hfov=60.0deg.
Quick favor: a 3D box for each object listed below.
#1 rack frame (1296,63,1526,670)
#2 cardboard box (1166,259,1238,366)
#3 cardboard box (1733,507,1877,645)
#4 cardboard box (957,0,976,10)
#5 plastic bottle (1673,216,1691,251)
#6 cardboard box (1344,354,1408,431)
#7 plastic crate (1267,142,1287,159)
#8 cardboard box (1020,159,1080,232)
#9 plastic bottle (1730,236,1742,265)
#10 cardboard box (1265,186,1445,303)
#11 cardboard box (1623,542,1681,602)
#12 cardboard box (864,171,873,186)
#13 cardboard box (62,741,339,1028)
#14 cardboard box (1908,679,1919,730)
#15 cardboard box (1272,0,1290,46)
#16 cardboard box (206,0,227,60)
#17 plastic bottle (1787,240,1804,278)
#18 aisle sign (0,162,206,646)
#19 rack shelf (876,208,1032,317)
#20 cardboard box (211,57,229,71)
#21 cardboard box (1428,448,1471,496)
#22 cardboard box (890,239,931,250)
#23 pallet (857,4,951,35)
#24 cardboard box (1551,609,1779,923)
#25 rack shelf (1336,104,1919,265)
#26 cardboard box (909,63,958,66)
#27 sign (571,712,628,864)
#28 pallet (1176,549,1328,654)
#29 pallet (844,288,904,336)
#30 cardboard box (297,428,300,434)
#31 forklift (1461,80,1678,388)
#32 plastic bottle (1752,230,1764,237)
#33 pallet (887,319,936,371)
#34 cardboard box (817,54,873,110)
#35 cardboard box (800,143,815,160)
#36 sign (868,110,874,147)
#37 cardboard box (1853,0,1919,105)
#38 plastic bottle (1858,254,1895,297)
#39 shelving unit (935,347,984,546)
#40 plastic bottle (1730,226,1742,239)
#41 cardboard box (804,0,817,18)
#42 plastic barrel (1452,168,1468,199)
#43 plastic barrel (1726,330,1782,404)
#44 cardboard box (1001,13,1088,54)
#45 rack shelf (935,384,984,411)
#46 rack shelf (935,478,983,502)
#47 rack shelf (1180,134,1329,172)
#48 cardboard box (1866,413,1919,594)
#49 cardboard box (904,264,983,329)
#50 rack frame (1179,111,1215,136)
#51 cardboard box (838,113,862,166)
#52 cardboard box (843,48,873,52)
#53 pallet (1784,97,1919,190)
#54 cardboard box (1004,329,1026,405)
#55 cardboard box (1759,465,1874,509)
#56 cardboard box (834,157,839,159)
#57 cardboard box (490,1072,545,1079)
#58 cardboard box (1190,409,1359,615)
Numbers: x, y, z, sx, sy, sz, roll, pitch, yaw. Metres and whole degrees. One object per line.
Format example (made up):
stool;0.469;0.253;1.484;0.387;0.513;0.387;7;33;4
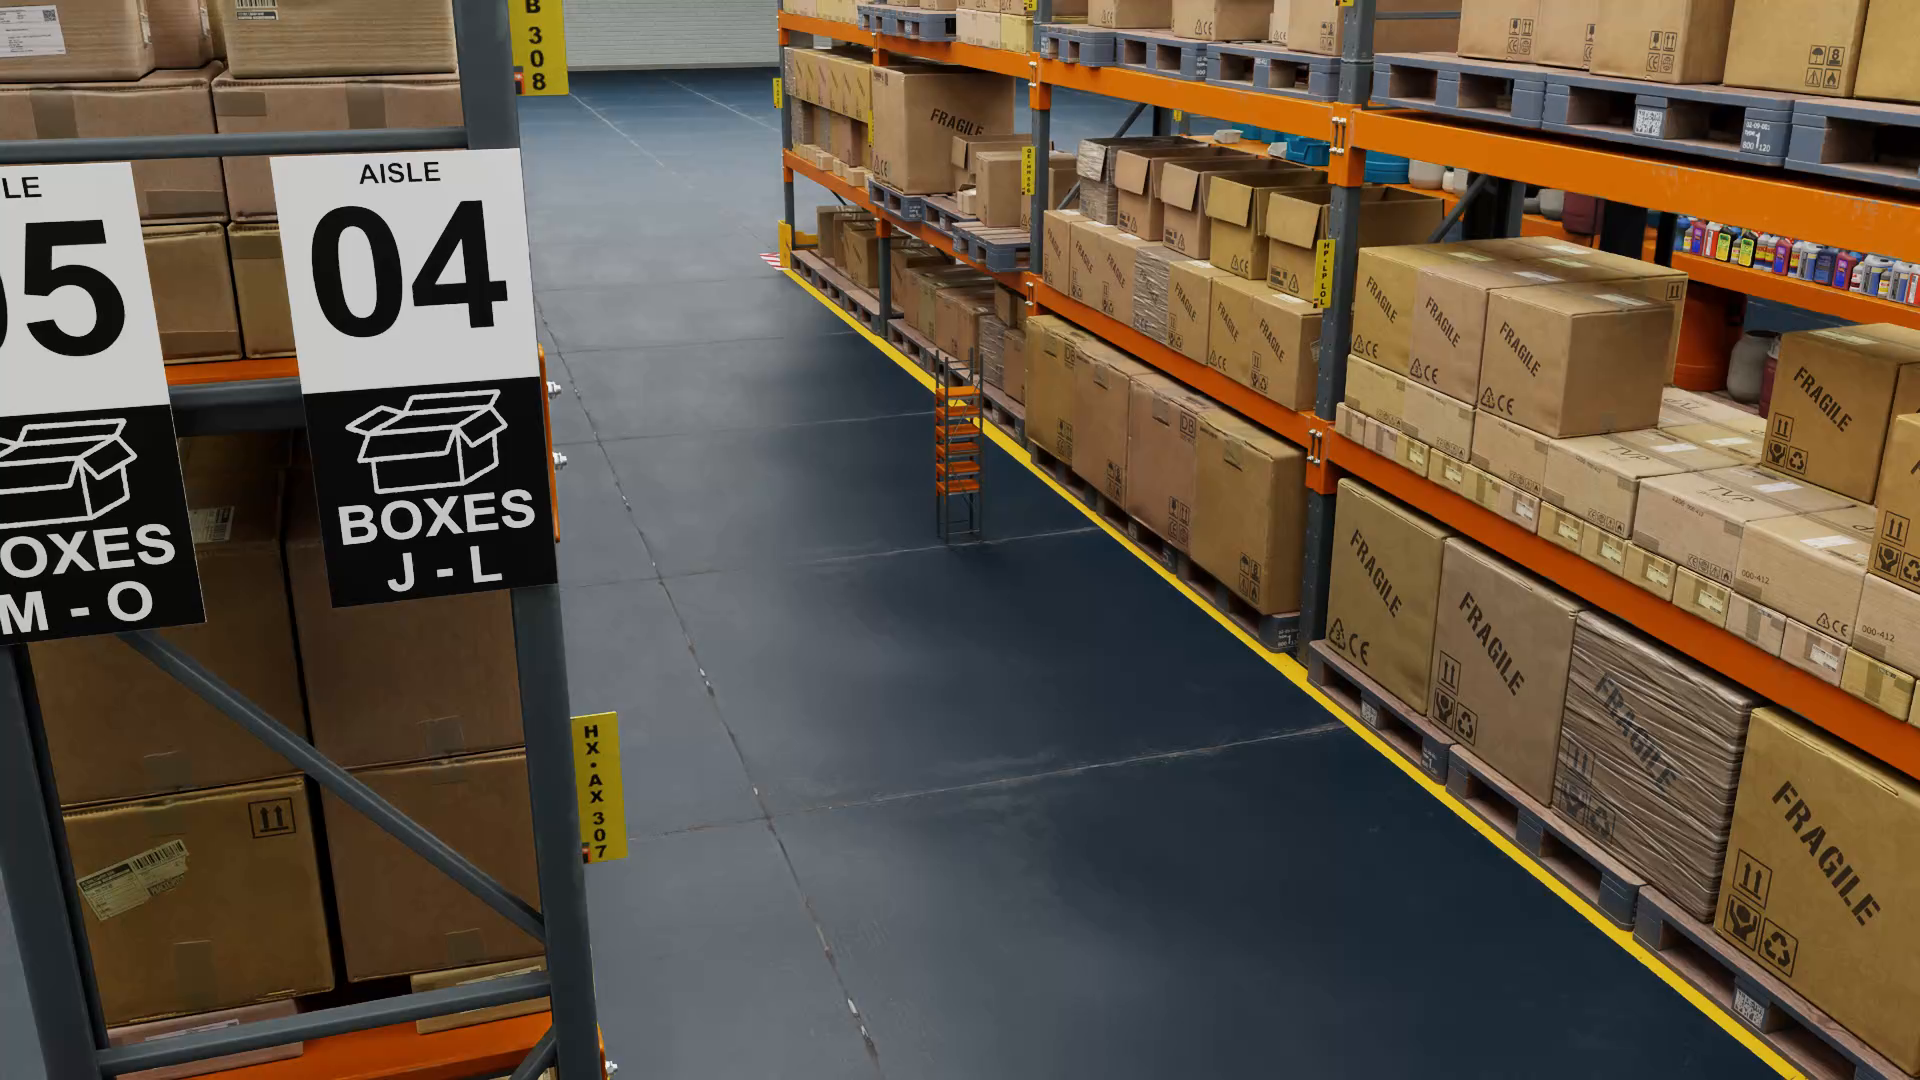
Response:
rack frame;2.244;-0.816;8.251;1.000;3.000;0.127;-6;21;-17
cardboard box;1.518;-1.311;9.480;0.500;0.500;0.500;-7;21;-18
cardboard box;2.938;0.108;5.461;0.500;0.250;0.500;-7;21;-18
cardboard box;0.287;-4.244;12.471;0.500;0.500;0.500;-6;21;-16
plastic bottle;5.529;-2.352;12.718;0.097;0.271;0.097;0;20;0
cardboard box;2.143;-0.707;7.729;0.500;0.250;0.500;-7;21;-18
plastic crate;3.681;-4.280;18.284;0.530;0.136;0.437;-6;21;-17
cardboard box;0.779;-2.514;12.208;0.500;0.500;0.500;-9;22;-24
plastic bottle;5.716;-2.128;12.197;0.097;0.201;0.097;0;20;0
cardboard box;2.036;-1.539;8.633;0.797;0.503;0.637;-7;21;-19
cardboard box;2.673;0.096;6.084;0.380;0.149;0.250;-6;21;-17
cardboard box;-0.708;-3.471;16.014;0.380;0.149;0.250;-6;21;-17
cardboard box;-1.624;0.658;3.559;0.500;0.500;0.500;-6;21;-16
cardboard box;3.077;0.506;4.941;0.380;0.149;0.250;-6;21;-16
cardboard box;1.985;-2.745;8.695;0.500;0.311;0.500;-7;21;-19
cardboard box;-1.688;-1.049;3.356;0.380;0.149;0.250;-7;21;-19
plastic bottle;5.892;-1.982;11.686;0.097;0.271;0.097;0;20;0
aisle sign;-1.501;-0.206;2.707;0.394;0.787;0.004;-6;21;-17
rack shelf;0.358;-2.403;13.734;1.077;0.370;4.000;-6;21;-17
cardboard box;-1.787;-0.899;3.527;0.500;0.250;0.500;-7;21;-19
cardboard box;2.272;-0.315;7.227;0.380;0.149;0.250;-7;21;-19
cardboard box;-0.545;-2.720;16.629;0.500;0.500;0.500;0;20;0
pallet;-0.177;-4.497;14.341;1.213;0.211;1.003;-6;21;-17
cardboard box;2.938;0.781;6.327;0.875;0.875;0.875;-6;21;-17
rack shelf;2.873;-1.247;6.079;1.077;0.370;4.000;-6;21;-17
cardboard box;-0.170;-4.212;15.640;0.500;0.500;0.500;-6;21;-17
sign;-0.724;0.497;3.315;0.100;0.325;0.005;-6;21;-17
pallet;1.930;0.257;9.390;1.003;0.211;1.213;-6;21;-17
pallet;-0.515;-2.283;16.460;1.003;0.211;1.213;-6;21;-17
cardboard box;-1.950;-0.145;4.314;0.500;0.500;0.500;-5;20;-14
forklift;3.231;-1.012;8.897;1.130;2.935;3.031;3;20;7
plastic bottle;6.240;-2.409;12.980;0.097;0.201;0.097;0;20;0
pallet;-0.024;-1.821;15.175;1.003;0.211;1.213;-6;21;-17
cardboard box;-1.141;-4.638;16.824;0.500;0.500;0.500;-6;21;-17
cardboard box;-1.539;-4.268;18.233;0.380;0.149;0.250;-6;21;-17
sign;-0.783;-3.731;15.085;0.100;0.325;0.005;-6;21;-17
cardboard box;3.225;-1.591;5.053;0.700;0.500;0.500;-7;21;-19
plastic bottle;6.127;-1.773;11.098;0.152;0.276;0.135;-6;21;-17
shelving unit;-0.005;-0.569;10.227;0.258;1.200;0.189;-6;21;-17
plastic bottle;5.732;-2.210;12.323;0.097;0.271;0.097;0;20;0
cardboard box;-1.301;-5.502;17.081;0.500;0.250;0.500;-6;21;-17
plastic barrel;4.755;-3.408;15.266;0.433;0.535;0.433;0;20;0
plastic barrel;6.121;-1.326;12.730;0.421;0.512;0.421;0;20;0
cardboard box;0.605;-3.567;11.696;0.500;0.250;0.500;-6;21;-17
rack shelf;-0.005;-0.866;10.120;0.258;0.103;0.180;-6;21;-17
rack shelf;-0.005;-0.302;10.323;0.258;0.103;0.180;-6;21;-17
rack shelf;3.803;-4.213;18.772;1.077;0.370;4.000;-6;21;-17
cardboard box;3.099;-0.083;4.884;0.500;0.500;0.500;-6;21;-17
cardboard box;-0.098;-2.215;15.192;0.700;0.500;0.500;-8;21;-21
rack frame;3.175;-5.193;20.438;1.000;3.000;0.127;-6;21;-17
cardboard box;-0.729;-4.035;16.626;0.875;0.500;0.500;-6;21;-17
cardboard box;-0.957;-5.015;17.873;0.500;0.500;0.500;-6;21;-17
pallet;3.258;-1.139;4.845;1.003;0.211;1.213;-6;21;-17
cardboard box;0.757;-1.343;12.766;0.700;0.500;0.500;-8;21;-20
cardboard box;3.283;-0.112;6.074;0.500;0.250;0.500;-7;21;-19
cardboard box;-1.080;-3.874;17.137;0.380;0.149;0.250;-6;21;-17
cardboard box;-1.282;1.546;4.390;0.380;0.149;0.250;-6;21;-16
cardboard box;2.024;-0.217;9.105;1.225;0.875;0.875;-6;21;-17
